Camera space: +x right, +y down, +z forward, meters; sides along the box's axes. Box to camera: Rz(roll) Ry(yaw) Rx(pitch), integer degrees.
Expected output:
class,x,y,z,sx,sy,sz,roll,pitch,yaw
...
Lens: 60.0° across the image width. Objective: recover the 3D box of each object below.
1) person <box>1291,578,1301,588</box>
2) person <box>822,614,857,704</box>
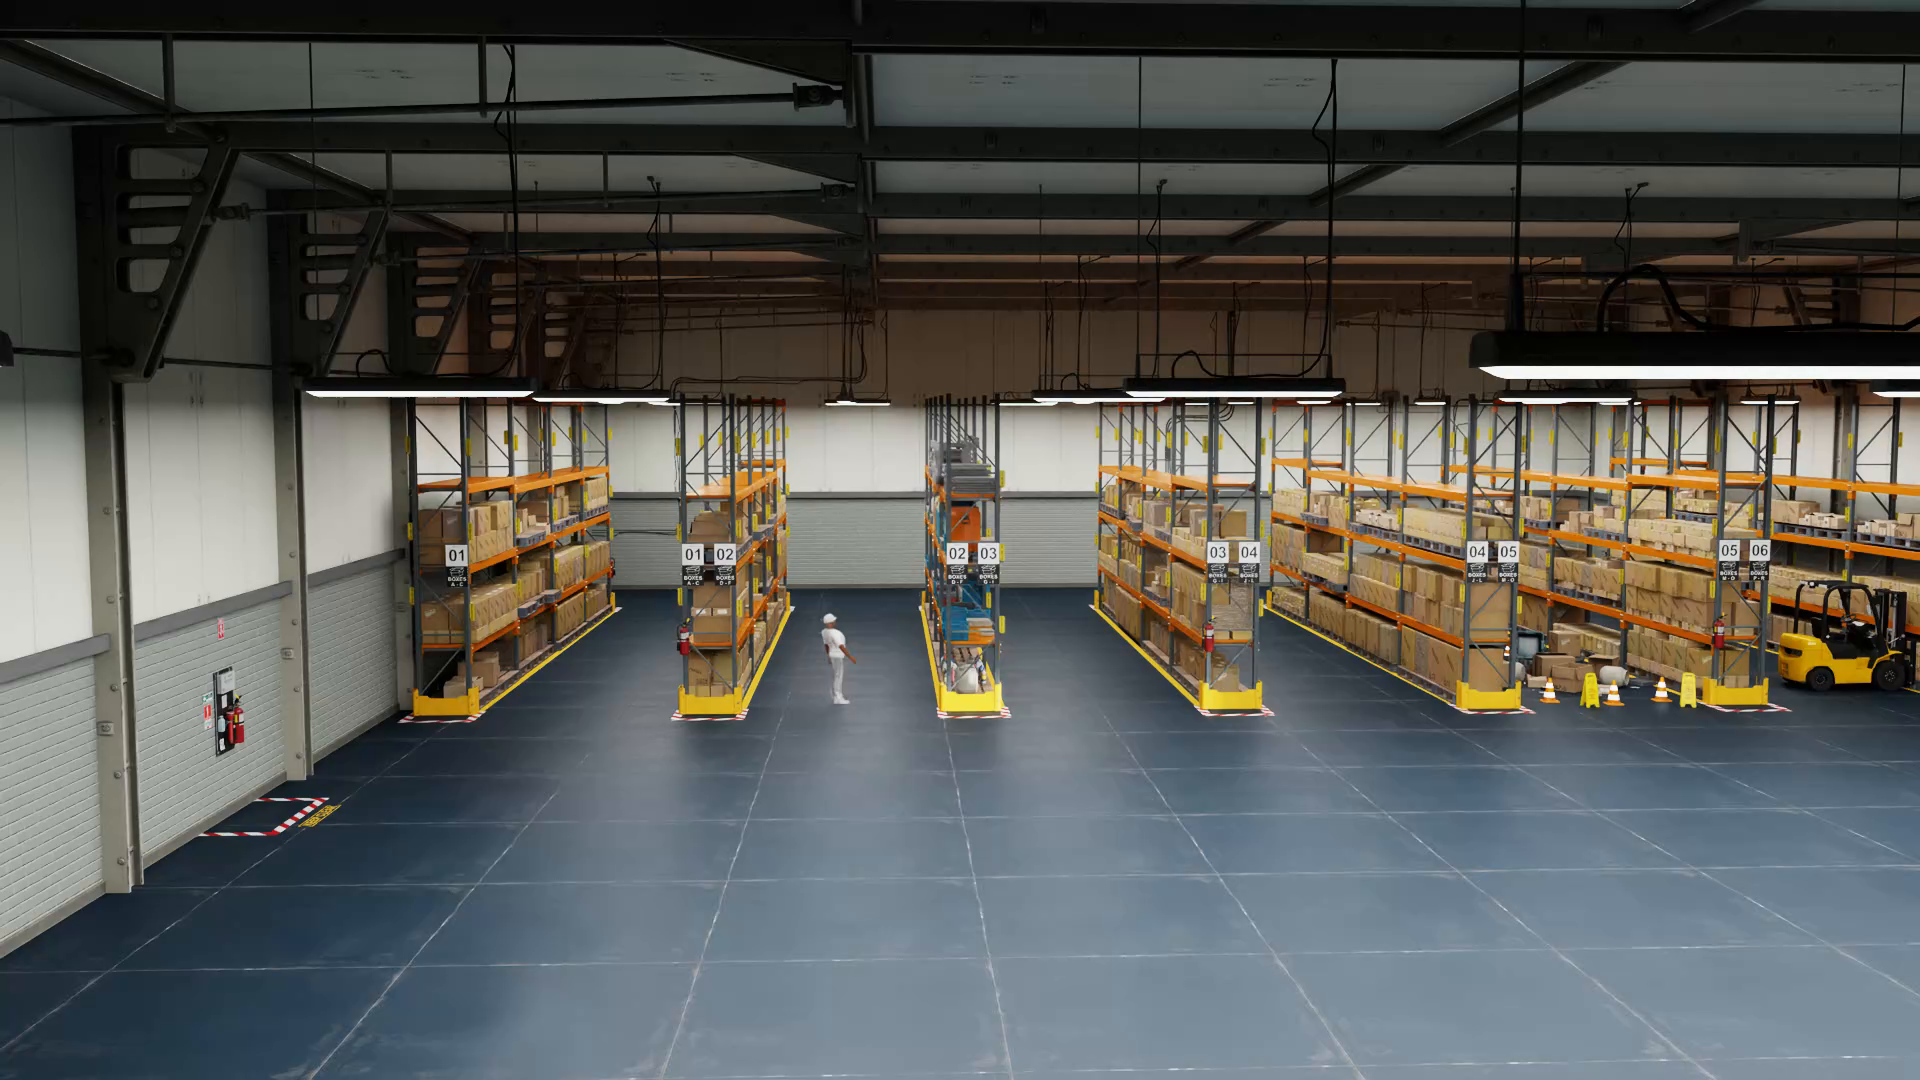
class,x,y,z,sx,sy,sz,roll,pitch,yaw
person,9.924,0.946,48.894,0.909,1.749,0.648,1,5,17
person,-2.341,2.301,32.216,0.670,1.772,0.671,0,5,-5
